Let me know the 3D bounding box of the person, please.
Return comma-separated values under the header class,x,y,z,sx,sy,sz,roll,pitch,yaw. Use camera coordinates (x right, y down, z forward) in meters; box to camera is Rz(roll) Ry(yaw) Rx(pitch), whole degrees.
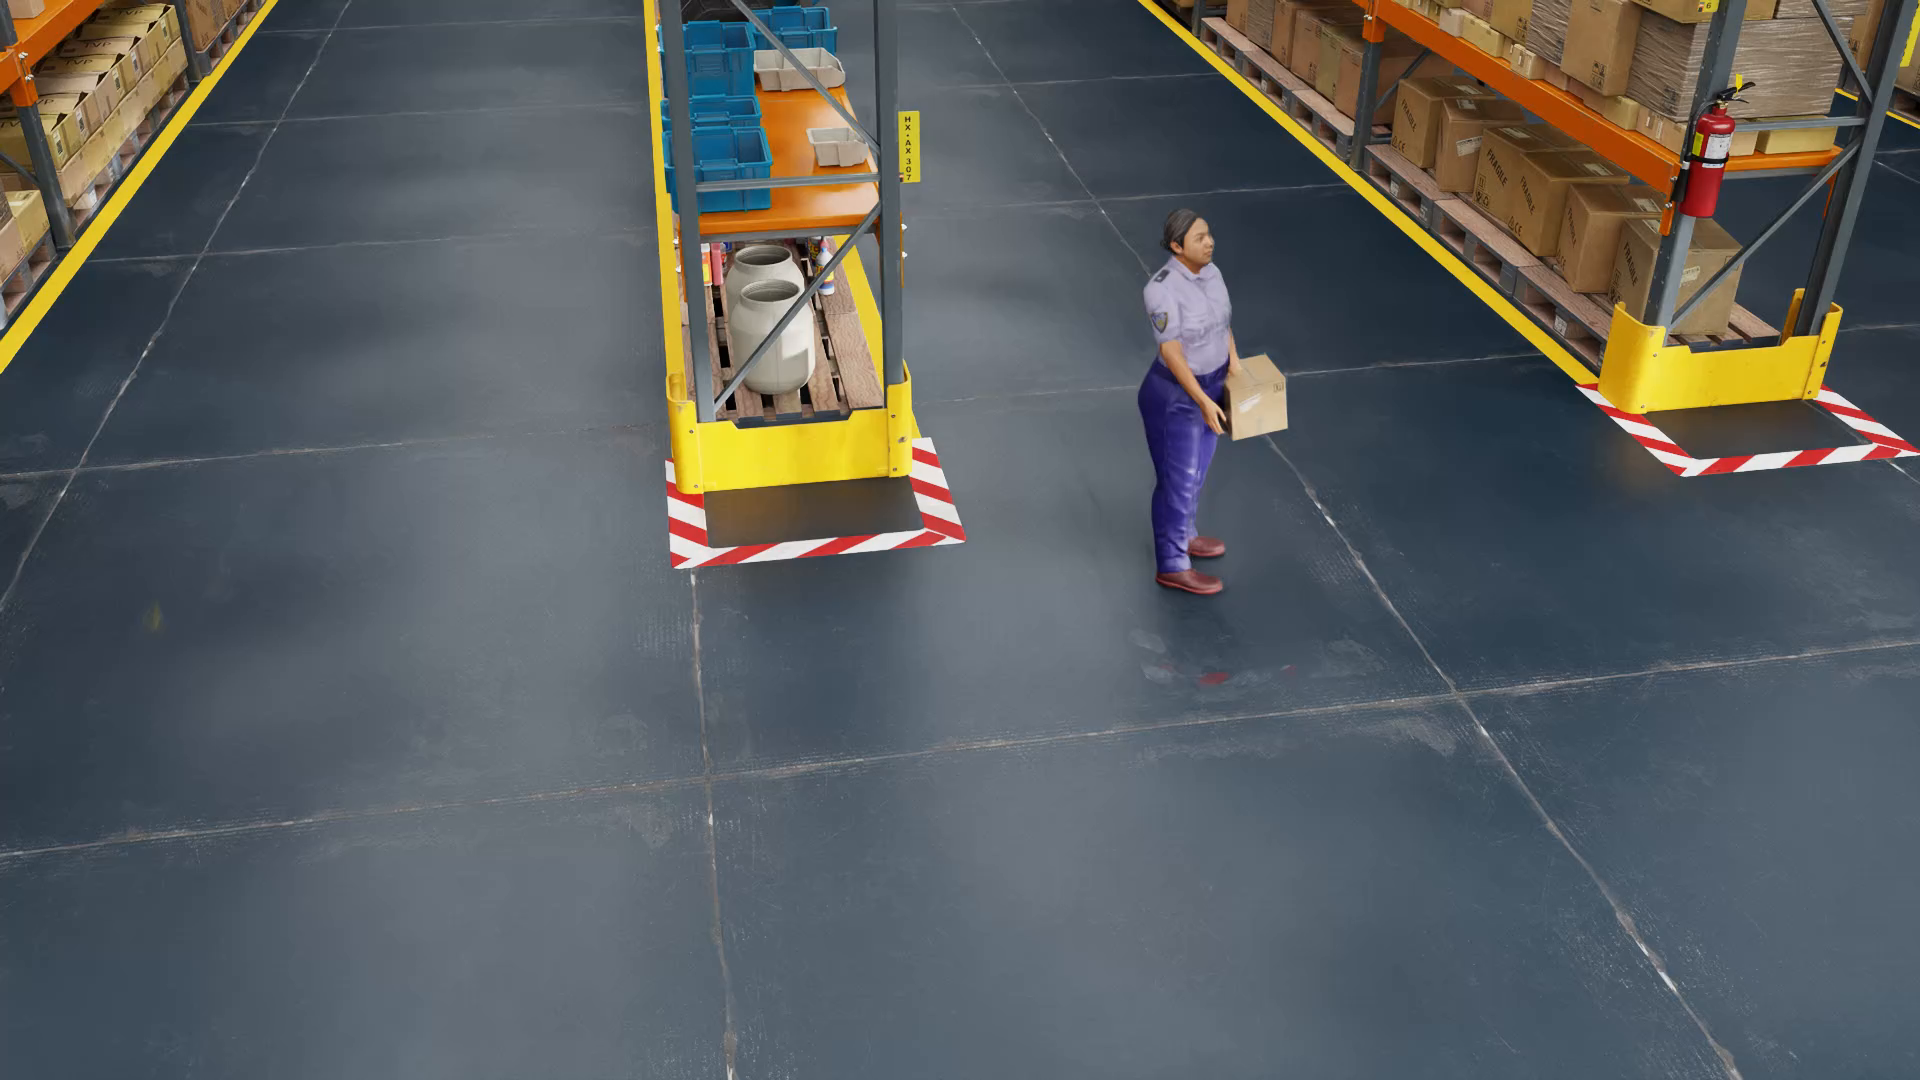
class,x,y,z,sx,sy,sz,roll,pitch,yaw
person,1.035,-0.604,7.142,0.495,1.649,0.518,20,36,30
